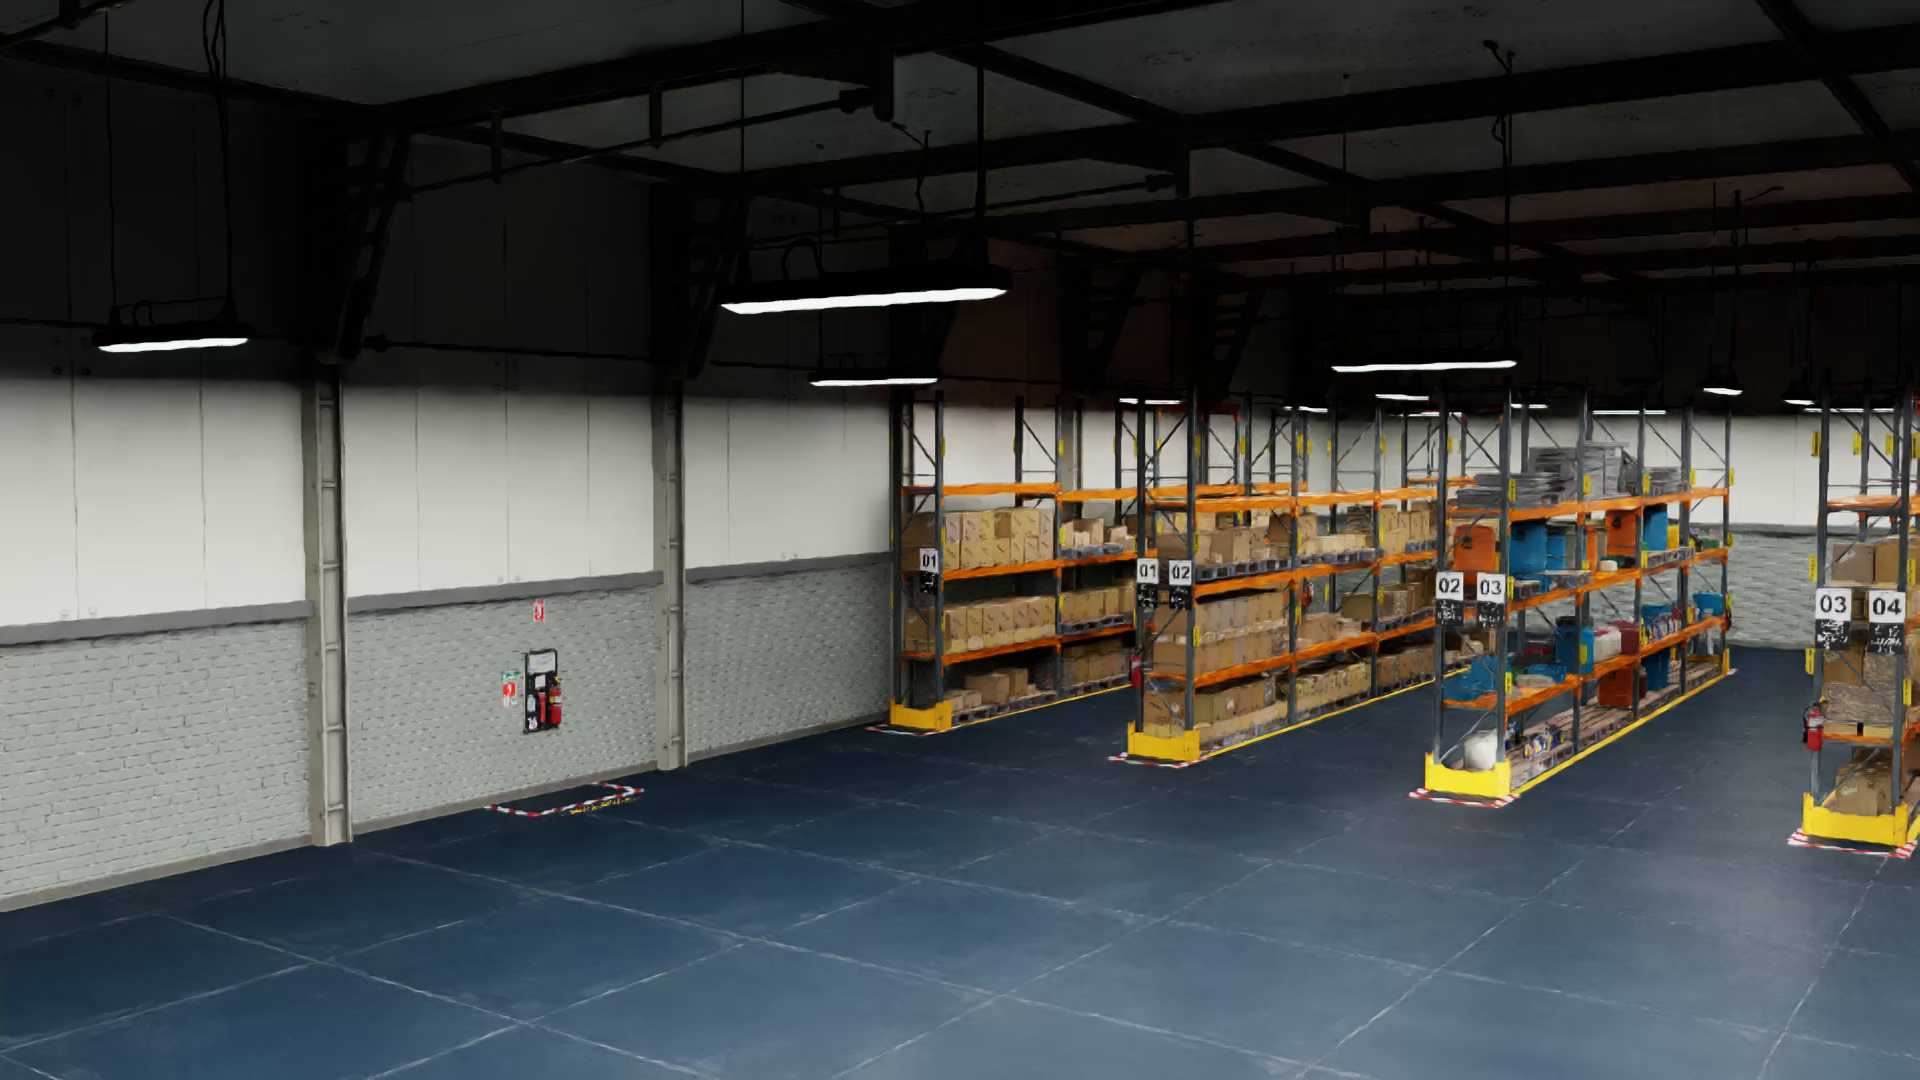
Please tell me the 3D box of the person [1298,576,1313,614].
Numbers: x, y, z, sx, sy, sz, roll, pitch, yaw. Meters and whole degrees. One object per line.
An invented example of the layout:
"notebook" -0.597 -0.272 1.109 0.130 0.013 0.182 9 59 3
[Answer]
"person" 9.047 1.814 43.954 0.622 1.409 0.448 -1 3 -21

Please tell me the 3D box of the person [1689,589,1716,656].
"person" 17.737 1.959 39.726 0.490 1.624 0.938 1 3 12
